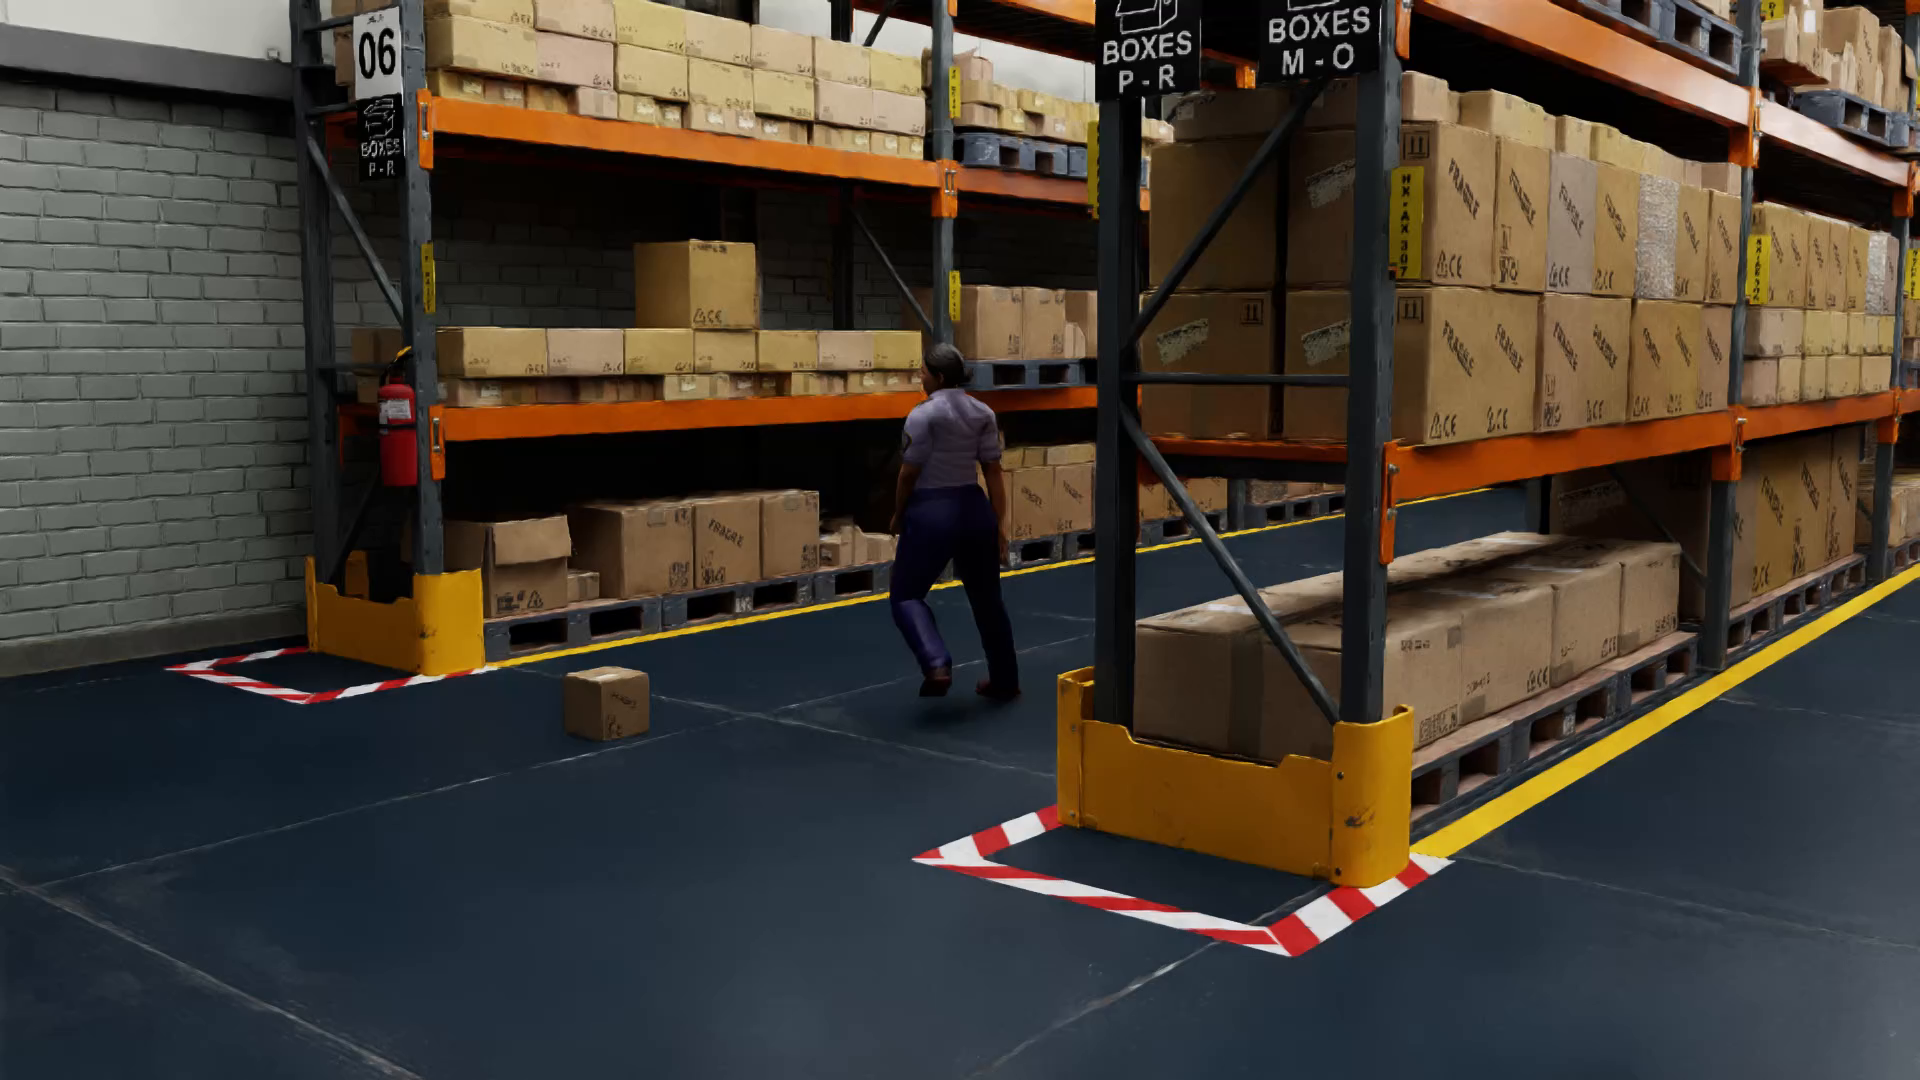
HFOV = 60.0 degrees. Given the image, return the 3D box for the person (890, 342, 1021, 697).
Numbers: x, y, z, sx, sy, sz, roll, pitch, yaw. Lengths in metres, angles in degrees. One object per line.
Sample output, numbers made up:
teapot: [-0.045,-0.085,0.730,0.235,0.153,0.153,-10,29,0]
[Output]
person: [0.002,-0.062,7.400,0.669,1.626,0.537,-5,9,-38]
